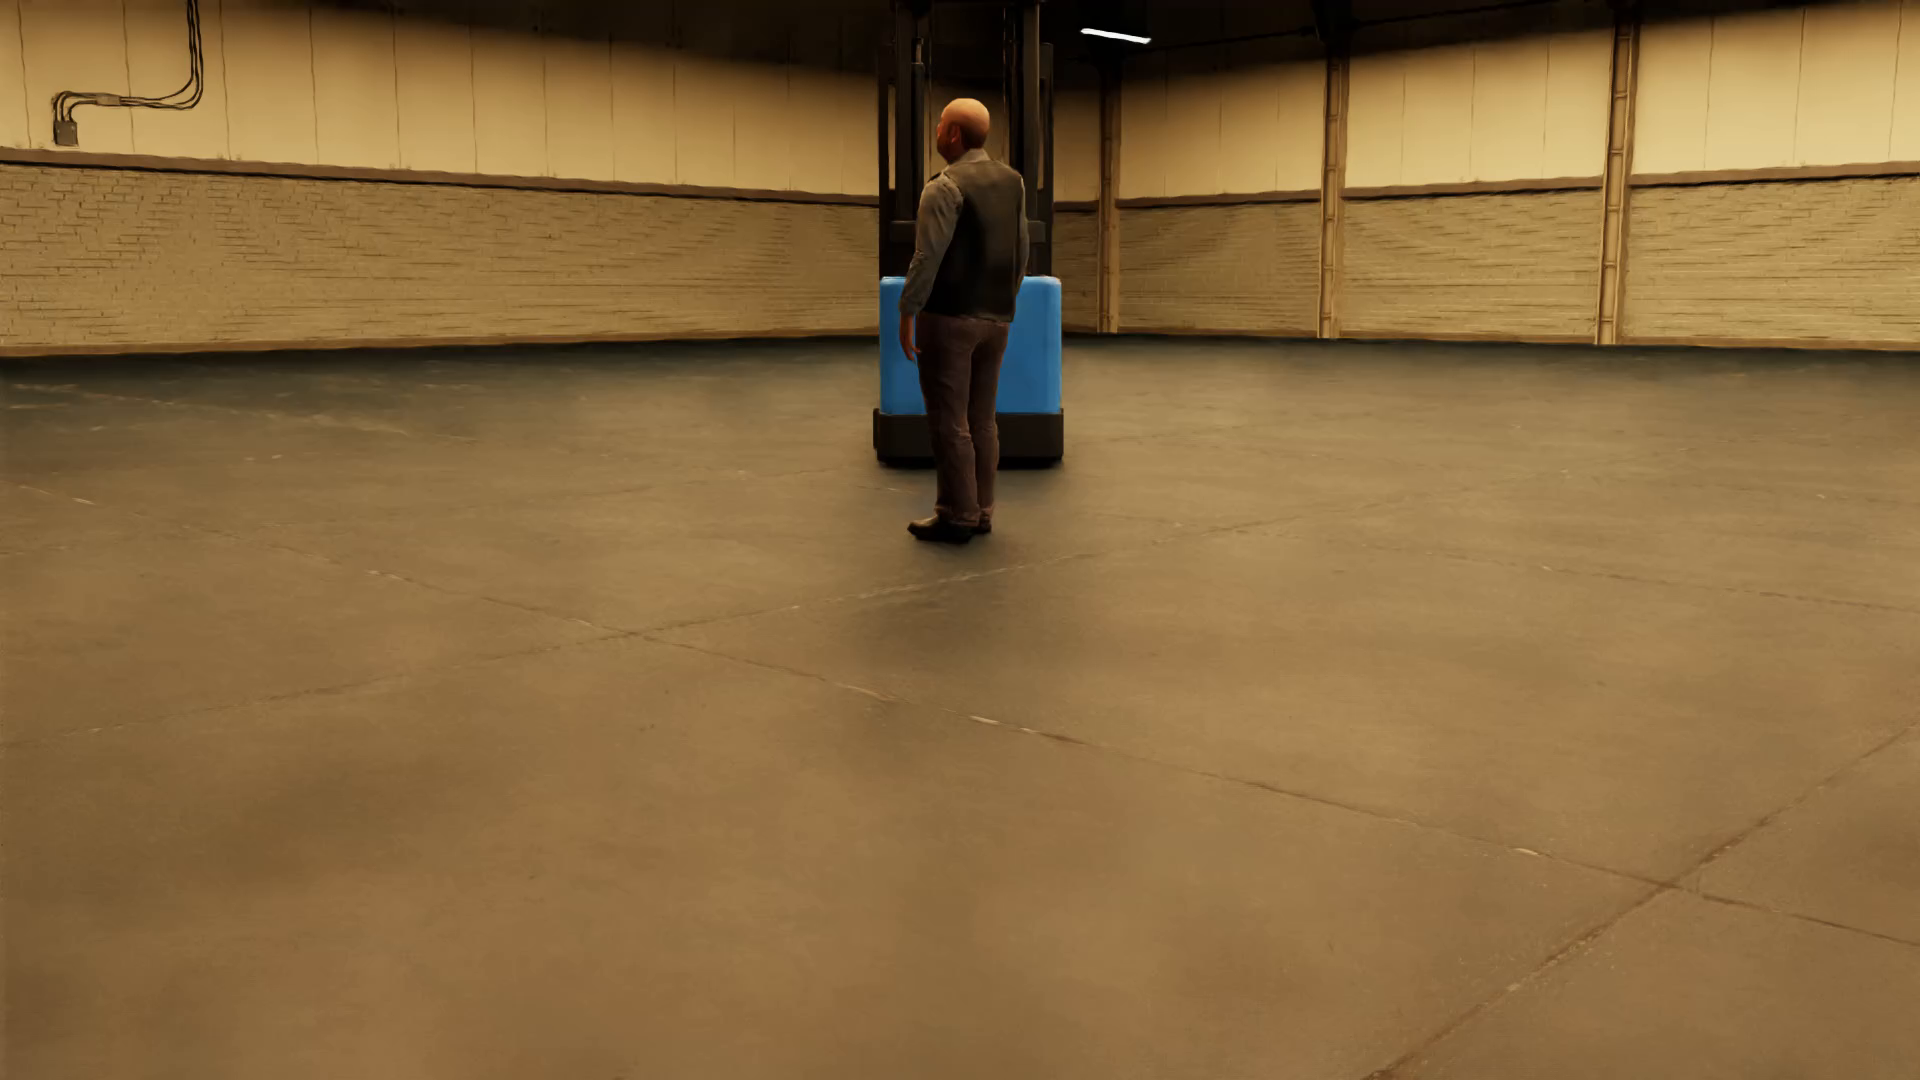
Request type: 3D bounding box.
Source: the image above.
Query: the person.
[{"bbox_3d":[-0.039,-0.865,6.637,0.567,1.720,0.632,8,12,43],"label":"person"}]

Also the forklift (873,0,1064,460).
[{"bbox_3d":[0.029,-2.074,10.645,1.130,2.935,3.031,0,9,-1],"label":"forklift"}]
